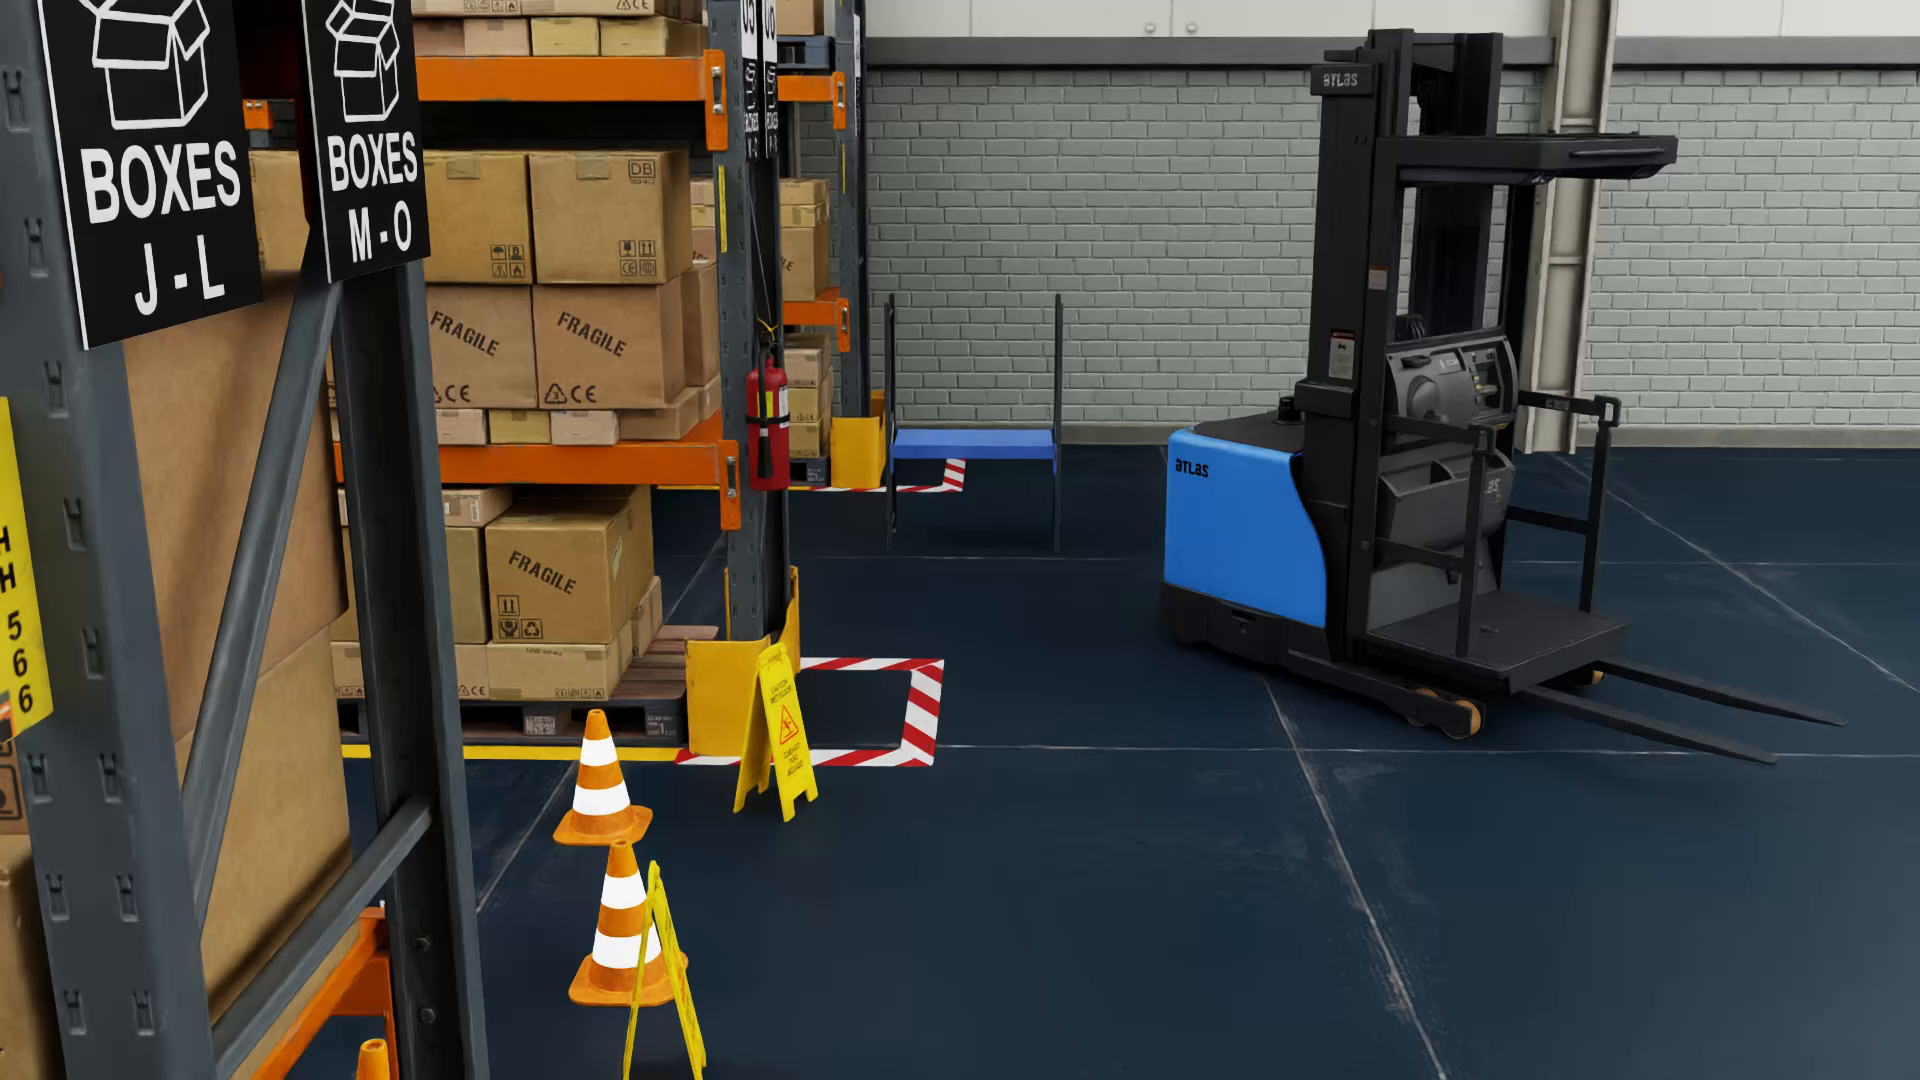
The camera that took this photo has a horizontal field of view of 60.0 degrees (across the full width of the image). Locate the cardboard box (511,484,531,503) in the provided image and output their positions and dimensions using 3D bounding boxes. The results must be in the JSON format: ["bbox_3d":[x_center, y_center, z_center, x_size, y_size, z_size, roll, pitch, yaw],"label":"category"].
[{"bbox_3d":[-2.222,-0.012,7.602,0.500,0.500,0.500,0,15,-1],"label":"cardboard box"}]

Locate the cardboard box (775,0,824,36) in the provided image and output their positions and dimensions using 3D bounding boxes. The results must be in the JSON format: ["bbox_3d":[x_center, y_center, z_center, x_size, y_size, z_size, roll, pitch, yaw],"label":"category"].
[{"bbox_3d":[-1.202,-3.655,11.217,0.500,0.500,0.500,1,15,3],"label":"cardboard box"}]

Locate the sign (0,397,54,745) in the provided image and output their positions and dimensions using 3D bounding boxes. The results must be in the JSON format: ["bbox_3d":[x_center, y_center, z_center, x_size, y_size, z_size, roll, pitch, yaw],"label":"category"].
[{"bbox_3d":[-0.929,0.029,1.616,0.005,0.325,0.100,0,15,1],"label":"sign"}]

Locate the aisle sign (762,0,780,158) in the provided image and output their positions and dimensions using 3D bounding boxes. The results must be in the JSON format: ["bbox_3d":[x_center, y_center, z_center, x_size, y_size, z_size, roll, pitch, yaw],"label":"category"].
[{"bbox_3d":[-0.806,-2.033,7.071,0.004,0.787,0.394,0,15,1],"label":"aisle sign"}]

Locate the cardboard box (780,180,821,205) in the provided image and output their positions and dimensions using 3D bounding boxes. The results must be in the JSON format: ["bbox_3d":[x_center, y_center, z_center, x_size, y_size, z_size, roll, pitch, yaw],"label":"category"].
[{"bbox_3d":[-1.116,-2.418,11.575,0.250,0.149,0.380,0,15,2],"label":"cardboard box"}]

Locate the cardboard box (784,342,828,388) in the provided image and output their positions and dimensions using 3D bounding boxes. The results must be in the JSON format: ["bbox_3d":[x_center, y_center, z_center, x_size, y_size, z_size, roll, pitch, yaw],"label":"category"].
[{"bbox_3d":[-1.221,-1.244,11.783,0.500,0.250,0.500,1,15,3],"label":"cardboard box"}]

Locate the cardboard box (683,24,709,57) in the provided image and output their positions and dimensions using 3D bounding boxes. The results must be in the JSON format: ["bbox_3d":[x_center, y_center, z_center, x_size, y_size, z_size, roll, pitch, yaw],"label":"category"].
[{"bbox_3d":[-1.199,-2.112,7.076,0.250,0.149,0.380,0,15,1],"label":"cardboard box"}]

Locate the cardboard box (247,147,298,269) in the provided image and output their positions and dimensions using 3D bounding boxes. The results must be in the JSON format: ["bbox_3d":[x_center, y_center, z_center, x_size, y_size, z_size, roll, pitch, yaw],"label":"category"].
[{"bbox_3d":[-2.905,-1.342,6.808,0.500,0.500,0.700,0,15,1],"label":"cardboard box"}]

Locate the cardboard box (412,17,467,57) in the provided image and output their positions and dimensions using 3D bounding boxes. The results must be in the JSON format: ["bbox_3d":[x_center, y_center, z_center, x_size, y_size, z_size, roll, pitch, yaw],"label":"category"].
[{"bbox_3d":[-2.006,-1.980,6.577,0.250,0.149,0.380,0,15,2],"label":"cardboard box"}]

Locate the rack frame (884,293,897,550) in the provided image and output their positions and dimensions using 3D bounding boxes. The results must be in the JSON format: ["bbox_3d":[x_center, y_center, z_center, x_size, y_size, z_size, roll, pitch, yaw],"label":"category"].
[{"bbox_3d":[-0.423,-0.728,10.159,0.032,1.500,0.500,0,15,1],"label":"rack frame"}]

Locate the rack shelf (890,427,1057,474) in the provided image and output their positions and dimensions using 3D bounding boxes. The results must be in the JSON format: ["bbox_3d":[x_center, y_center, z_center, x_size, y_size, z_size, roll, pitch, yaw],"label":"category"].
[{"bbox_3d":[0.085,-0.551,10.192,1.000,0.185,0.538,0,15,1],"label":"rack shelf"}]

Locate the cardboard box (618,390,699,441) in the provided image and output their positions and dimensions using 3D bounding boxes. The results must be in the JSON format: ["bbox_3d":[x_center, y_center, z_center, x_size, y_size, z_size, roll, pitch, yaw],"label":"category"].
[{"bbox_3d":[-1.255,-0.524,6.940,0.250,0.149,0.380,1,15,3],"label":"cardboard box"}]

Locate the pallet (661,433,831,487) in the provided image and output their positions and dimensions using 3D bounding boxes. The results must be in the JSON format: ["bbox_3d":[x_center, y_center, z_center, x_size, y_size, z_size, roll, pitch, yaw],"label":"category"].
[{"bbox_3d":[-1.518,-0.610,12.237,1.213,0.211,1.003,0,15,1],"label":"pallet"}]

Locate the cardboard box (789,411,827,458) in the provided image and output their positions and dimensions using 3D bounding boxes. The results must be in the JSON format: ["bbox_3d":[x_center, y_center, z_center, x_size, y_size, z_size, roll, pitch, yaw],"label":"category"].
[{"bbox_3d":[-1.231,-0.760,11.906,0.500,0.250,0.500,0,15,2],"label":"cardboard box"}]

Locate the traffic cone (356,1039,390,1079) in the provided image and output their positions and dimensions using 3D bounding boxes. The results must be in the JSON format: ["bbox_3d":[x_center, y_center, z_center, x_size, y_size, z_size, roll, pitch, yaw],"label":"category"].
[{"bbox_3d":[-1.396,1.426,4.027,0.334,0.463,0.336,0,15,1],"label":"traffic cone"}]

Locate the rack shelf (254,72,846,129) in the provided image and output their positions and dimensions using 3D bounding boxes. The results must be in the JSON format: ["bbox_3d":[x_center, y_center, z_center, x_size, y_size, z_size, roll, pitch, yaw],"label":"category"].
[{"bbox_3d":[-2.752,-3.079,11.661,4.000,0.370,1.077,0,15,1],"label":"rack shelf"}]

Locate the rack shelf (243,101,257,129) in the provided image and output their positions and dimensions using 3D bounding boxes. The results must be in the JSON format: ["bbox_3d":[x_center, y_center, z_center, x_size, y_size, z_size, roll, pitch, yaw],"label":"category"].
[{"bbox_3d":[-6.751,-3.105,11.760,4.000,0.370,1.077,0,15,1],"label":"rack shelf"}]

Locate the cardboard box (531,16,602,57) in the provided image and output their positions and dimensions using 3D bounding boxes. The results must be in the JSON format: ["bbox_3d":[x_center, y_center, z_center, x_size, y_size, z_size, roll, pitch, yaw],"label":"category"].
[{"bbox_3d":[-1.489,-1.951,6.467,0.250,0.149,0.380,0,15,2],"label":"cardboard box"}]

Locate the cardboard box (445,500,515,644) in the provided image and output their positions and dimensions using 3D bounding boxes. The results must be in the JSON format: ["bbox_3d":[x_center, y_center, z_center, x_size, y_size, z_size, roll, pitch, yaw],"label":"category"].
[{"bbox_3d":[-2.205,0.125,7.084,0.500,0.500,0.500,1,15,4],"label":"cardboard box"}]

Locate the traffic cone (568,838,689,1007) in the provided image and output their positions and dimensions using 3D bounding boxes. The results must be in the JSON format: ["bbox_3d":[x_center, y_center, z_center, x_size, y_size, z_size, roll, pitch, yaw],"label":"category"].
[{"bbox_3d":[-1.027,1.140,5.111,0.334,0.463,0.336,0,15,1],"label":"traffic cone"}]

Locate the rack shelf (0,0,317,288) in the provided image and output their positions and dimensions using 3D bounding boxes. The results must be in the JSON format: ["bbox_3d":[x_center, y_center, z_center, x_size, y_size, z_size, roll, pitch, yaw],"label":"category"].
[{"bbox_3d":[-2.901,-0.550,2.076,4.000,0.370,1.077,0,15,1],"label":"rack shelf"}]

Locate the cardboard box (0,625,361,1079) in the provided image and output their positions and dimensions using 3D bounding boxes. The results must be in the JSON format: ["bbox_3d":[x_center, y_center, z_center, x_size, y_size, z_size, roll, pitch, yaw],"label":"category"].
[{"bbox_3d":[-1.273,0.502,2.264,0.550,0.550,0.875,0,15,1],"label":"cardboard box"}]

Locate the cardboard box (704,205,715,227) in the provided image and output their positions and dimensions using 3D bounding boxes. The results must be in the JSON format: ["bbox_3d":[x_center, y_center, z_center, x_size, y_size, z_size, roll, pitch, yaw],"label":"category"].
[{"bbox_3d":[-1.621,-2.268,11.588,0.250,0.149,0.380,1,15,2],"label":"cardboard box"}]

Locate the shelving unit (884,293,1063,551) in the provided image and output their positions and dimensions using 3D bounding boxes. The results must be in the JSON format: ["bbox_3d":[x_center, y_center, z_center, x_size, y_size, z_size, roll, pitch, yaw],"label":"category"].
[{"bbox_3d":[0.085,-0.725,10.147,1.048,1.500,0.538,0,15,1],"label":"shelving unit"}]

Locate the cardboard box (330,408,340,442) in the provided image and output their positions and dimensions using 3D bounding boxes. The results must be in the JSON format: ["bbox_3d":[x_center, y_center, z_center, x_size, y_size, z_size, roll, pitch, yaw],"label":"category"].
[{"bbox_3d":[-2.536,-0.515,6.903,0.250,0.149,0.380,0,15,1],"label":"cardboard box"}]

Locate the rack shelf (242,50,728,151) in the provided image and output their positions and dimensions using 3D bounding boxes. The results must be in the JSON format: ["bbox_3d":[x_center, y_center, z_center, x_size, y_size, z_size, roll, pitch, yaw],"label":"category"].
[{"bbox_3d":[-2.875,-1.813,6.863,4.000,0.370,1.077,0,15,1],"label":"rack shelf"}]

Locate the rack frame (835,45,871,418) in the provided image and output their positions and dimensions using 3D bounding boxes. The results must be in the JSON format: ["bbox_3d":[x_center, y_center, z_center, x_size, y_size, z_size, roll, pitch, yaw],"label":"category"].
[{"bbox_3d":[-0.753,-1.964,11.903,0.127,3.000,1.000,0,15,1],"label":"rack frame"}]

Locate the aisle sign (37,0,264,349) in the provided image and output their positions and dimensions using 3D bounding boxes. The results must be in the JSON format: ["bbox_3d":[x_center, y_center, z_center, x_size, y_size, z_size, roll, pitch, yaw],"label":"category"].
[{"bbox_3d":[-0.838,-0.615,1.694,0.004,0.787,0.394,0,15,1],"label":"aisle sign"}]

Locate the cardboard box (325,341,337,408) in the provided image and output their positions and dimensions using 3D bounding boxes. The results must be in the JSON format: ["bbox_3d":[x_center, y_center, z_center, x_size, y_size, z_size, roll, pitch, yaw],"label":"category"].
[{"bbox_3d":[-2.426,-0.832,6.834,0.500,0.500,0.500,0,15,1],"label":"cardboard box"}]

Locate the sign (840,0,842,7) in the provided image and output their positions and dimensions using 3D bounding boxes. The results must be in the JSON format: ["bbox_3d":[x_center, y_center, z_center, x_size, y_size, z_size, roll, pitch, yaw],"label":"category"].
[{"bbox_3d":[-0.781,-3.666,10.893,0.005,0.325,0.100,0,15,1],"label":"sign"}]

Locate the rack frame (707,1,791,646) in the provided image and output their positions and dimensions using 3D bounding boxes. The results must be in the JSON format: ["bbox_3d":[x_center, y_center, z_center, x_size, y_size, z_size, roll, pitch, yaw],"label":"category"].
[{"bbox_3d":[-0.876,-0.698,7.105,0.127,3.000,1.000,0,15,1],"label":"rack frame"}]

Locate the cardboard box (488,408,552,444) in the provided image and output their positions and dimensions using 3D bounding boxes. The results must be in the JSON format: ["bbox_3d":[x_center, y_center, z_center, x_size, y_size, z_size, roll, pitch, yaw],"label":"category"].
[{"bbox_3d":[-1.767,-0.505,6.866,0.250,0.149,0.380,0,15,0],"label":"cardboard box"}]

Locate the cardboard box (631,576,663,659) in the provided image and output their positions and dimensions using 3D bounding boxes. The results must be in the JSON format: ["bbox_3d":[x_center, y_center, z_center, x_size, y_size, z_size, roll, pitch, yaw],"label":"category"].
[{"bbox_3d":[-1.675,0.353,7.689,0.500,0.250,0.500,0,15,1],"label":"cardboard box"}]

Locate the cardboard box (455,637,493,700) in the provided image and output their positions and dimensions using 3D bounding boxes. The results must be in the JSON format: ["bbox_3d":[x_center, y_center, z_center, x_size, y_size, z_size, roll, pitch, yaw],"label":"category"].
[{"bbox_3d":[-2.208,0.487,7.183,0.500,0.250,0.500,0,15,2],"label":"cardboard box"}]

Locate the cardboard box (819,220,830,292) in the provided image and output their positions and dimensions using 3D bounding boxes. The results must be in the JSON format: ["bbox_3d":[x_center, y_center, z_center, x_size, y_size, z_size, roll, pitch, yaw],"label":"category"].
[{"bbox_3d":[-1.241,-2.086,12.171,0.500,0.500,0.500,1,15,3],"label":"cardboard box"}]

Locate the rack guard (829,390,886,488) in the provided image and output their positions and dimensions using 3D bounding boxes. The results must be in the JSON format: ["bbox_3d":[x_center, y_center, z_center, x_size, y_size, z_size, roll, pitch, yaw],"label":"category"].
[{"bbox_3d":[-0.729,-0.755,12.221,0.348,0.500,1.175,0,15,1],"label":"rack guard"}]

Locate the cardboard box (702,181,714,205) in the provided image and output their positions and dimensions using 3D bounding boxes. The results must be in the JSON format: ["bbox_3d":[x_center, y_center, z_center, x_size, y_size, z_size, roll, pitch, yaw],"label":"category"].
[{"bbox_3d":[-1.626,-2.407,11.531,0.250,0.149,0.380,1,15,3],"label":"cardboard box"}]

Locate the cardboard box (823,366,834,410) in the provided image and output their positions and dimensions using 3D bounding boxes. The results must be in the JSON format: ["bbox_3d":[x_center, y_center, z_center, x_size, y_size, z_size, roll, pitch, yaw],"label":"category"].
[{"bbox_3d":[-1.218,-1.135,12.349,0.500,0.250,0.500,1,15,2],"label":"cardboard box"}]

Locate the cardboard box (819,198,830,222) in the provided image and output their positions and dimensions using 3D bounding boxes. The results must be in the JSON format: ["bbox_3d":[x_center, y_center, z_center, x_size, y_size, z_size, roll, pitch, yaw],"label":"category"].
[{"bbox_3d":[-1.085,-2.394,12.067,0.250,0.149,0.380,0,15,0],"label":"cardboard box"}]

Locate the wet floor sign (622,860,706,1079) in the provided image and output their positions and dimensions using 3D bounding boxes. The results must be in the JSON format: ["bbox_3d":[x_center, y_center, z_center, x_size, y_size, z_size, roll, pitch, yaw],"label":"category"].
[{"bbox_3d":[-0.822,1.199,4.531,0.232,0.644,0.267,-2,15,-8],"label":"wet floor sign"}]

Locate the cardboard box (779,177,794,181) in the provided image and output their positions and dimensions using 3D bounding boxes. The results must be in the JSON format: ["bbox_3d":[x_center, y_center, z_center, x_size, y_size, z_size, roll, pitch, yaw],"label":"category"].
[{"bbox_3d":[-1.347,-2.544,12.051,0.250,0.149,0.380,1,15,3],"label":"cardboard box"}]

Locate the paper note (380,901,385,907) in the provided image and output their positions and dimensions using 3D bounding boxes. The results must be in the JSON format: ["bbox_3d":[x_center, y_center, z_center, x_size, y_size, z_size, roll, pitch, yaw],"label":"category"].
[{"bbox_3d":[-1.872,1.239,5.583,0.142,0.019,0.148,-5,16,-18],"label":"paper note"}]

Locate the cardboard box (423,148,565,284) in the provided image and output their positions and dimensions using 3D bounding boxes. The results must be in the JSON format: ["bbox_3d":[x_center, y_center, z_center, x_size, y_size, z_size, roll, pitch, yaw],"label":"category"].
[{"bbox_3d":[-1.898,-1.326,6.748,0.500,0.500,0.700,1,15,2],"label":"cardboard box"}]

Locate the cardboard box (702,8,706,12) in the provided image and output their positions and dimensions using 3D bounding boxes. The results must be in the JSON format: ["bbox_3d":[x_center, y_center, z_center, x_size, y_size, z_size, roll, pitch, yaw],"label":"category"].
[{"bbox_3d":[-1.842,-3.530,11.204,0.258,0.266,0.396,0,15,2],"label":"cardboard box"}]

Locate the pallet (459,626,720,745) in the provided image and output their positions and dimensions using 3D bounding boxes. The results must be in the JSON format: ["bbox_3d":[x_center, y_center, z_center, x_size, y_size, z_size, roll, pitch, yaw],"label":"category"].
[{"bbox_3d":[-1.763,0.636,7.517,1.213,0.211,1.003,0,15,1],"label":"pallet"}]

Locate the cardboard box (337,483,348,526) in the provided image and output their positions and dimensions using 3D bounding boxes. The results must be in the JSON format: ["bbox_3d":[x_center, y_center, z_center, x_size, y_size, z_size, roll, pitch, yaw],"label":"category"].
[{"bbox_3d":[-2.567,-0.176,6.953,0.250,0.149,0.380,1,15,4],"label":"cardboard box"}]

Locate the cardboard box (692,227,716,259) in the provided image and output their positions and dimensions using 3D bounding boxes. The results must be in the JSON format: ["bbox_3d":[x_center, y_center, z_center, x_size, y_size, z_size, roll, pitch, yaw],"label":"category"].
[{"bbox_3d":[-1.770,-1.954,11.670,0.500,0.500,0.500,1,15,3],"label":"cardboard box"}]

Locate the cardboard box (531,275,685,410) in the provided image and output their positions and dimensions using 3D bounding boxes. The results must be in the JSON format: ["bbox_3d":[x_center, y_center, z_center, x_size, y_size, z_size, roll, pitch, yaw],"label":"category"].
[{"bbox_3d":[-1.425,-0.823,6.801,0.500,0.500,0.500,0,15,0],"label":"cardboard box"}]

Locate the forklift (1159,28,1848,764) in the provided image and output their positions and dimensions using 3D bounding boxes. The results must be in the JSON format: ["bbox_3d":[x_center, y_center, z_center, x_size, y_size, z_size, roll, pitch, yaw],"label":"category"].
[{"bbox_3d":[2.344,-0.710,7.285,1.130,2.935,3.031,-12,19,-39],"label":"forklift"}]

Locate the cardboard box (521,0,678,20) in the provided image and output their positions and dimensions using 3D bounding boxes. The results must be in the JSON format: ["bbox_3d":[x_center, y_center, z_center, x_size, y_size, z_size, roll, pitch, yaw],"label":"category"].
[{"bbox_3d":[-1.394,-2.154,6.456,0.500,0.250,0.500,0,15,1],"label":"cardboard box"}]

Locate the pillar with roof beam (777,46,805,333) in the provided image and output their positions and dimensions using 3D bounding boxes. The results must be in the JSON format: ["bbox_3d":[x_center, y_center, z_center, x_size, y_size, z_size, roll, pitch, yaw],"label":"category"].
[{"bbox_3d":[-1.536,-4.001,7.865,0.400,9.000,9.100,0,15,1],"label":"pillar with roof beam"}]
